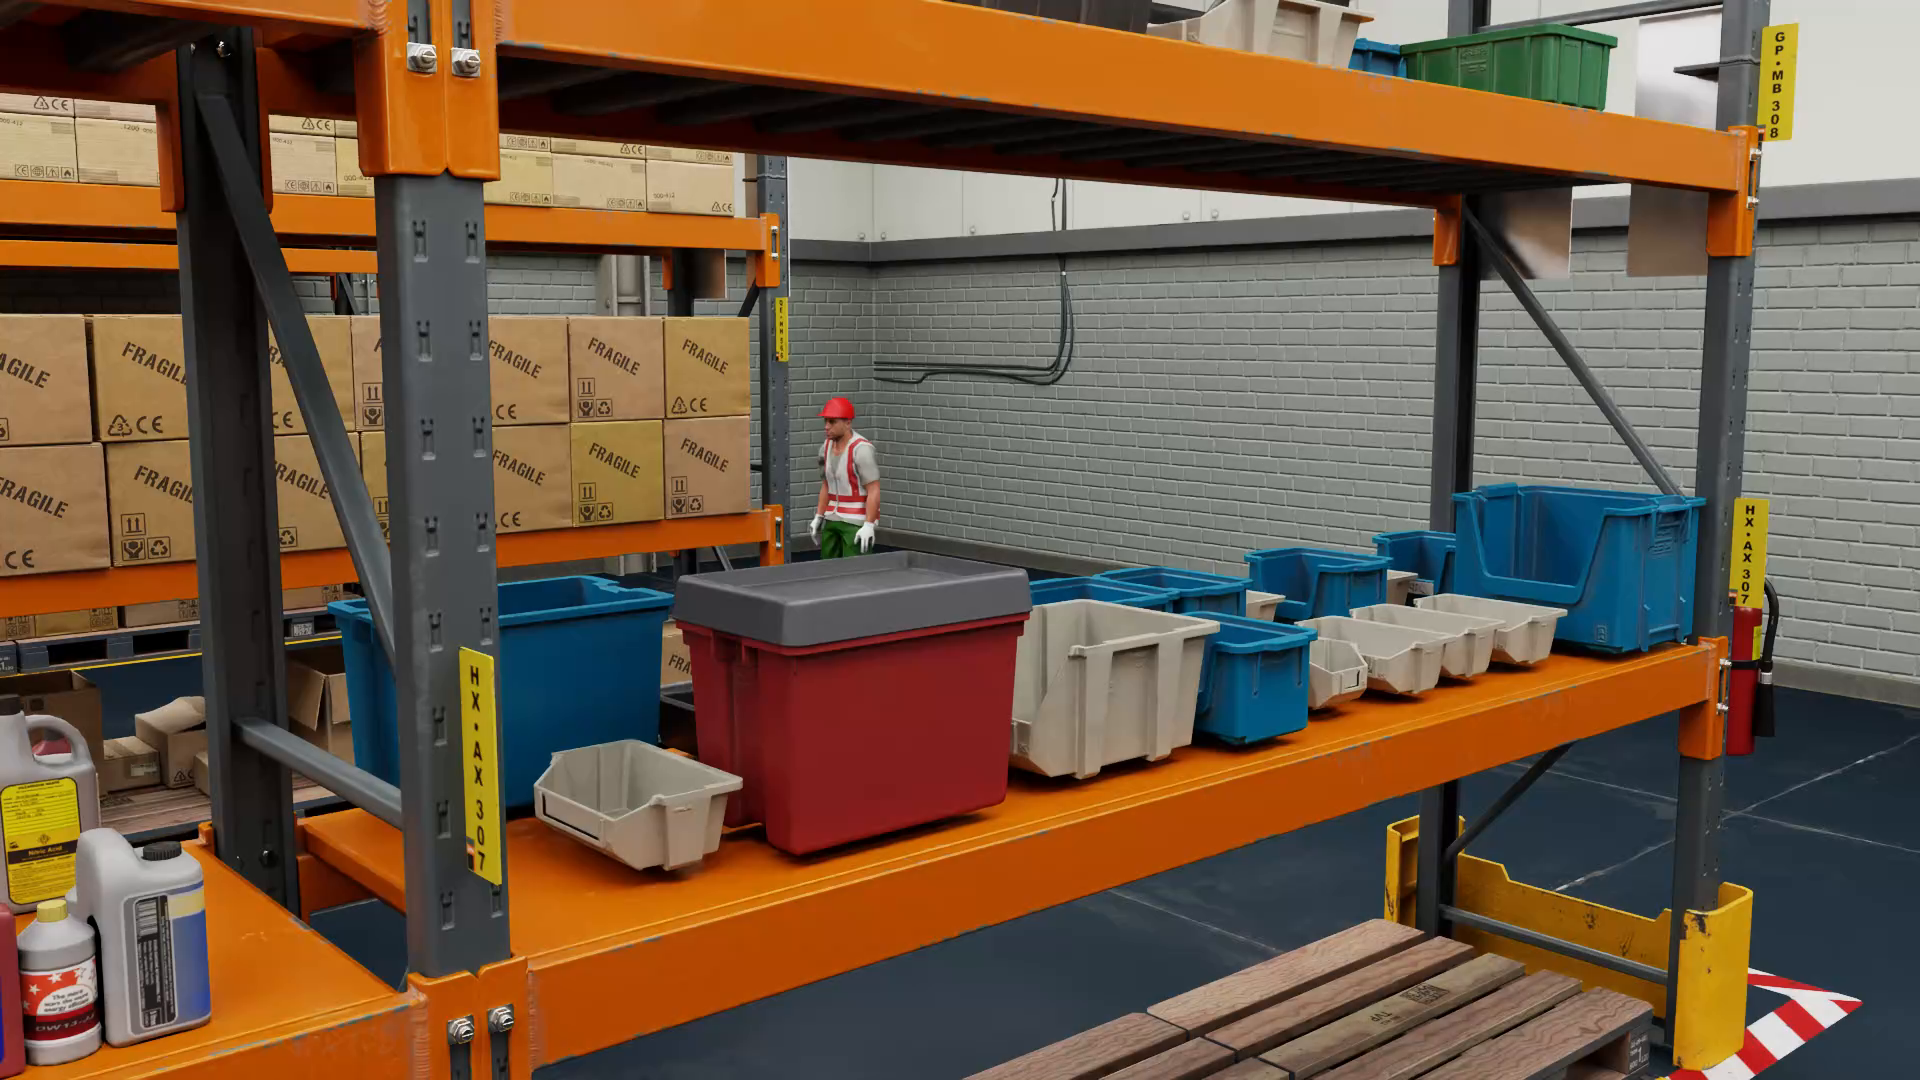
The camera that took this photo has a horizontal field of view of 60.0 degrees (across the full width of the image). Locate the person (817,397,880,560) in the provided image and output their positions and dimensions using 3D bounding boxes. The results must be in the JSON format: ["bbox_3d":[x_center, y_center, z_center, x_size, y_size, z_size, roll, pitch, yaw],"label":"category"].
[{"bbox_3d":[-0.794,-0.120,11.425,0.453,1.721,0.590,-7,10,-42],"label":"person"}]
